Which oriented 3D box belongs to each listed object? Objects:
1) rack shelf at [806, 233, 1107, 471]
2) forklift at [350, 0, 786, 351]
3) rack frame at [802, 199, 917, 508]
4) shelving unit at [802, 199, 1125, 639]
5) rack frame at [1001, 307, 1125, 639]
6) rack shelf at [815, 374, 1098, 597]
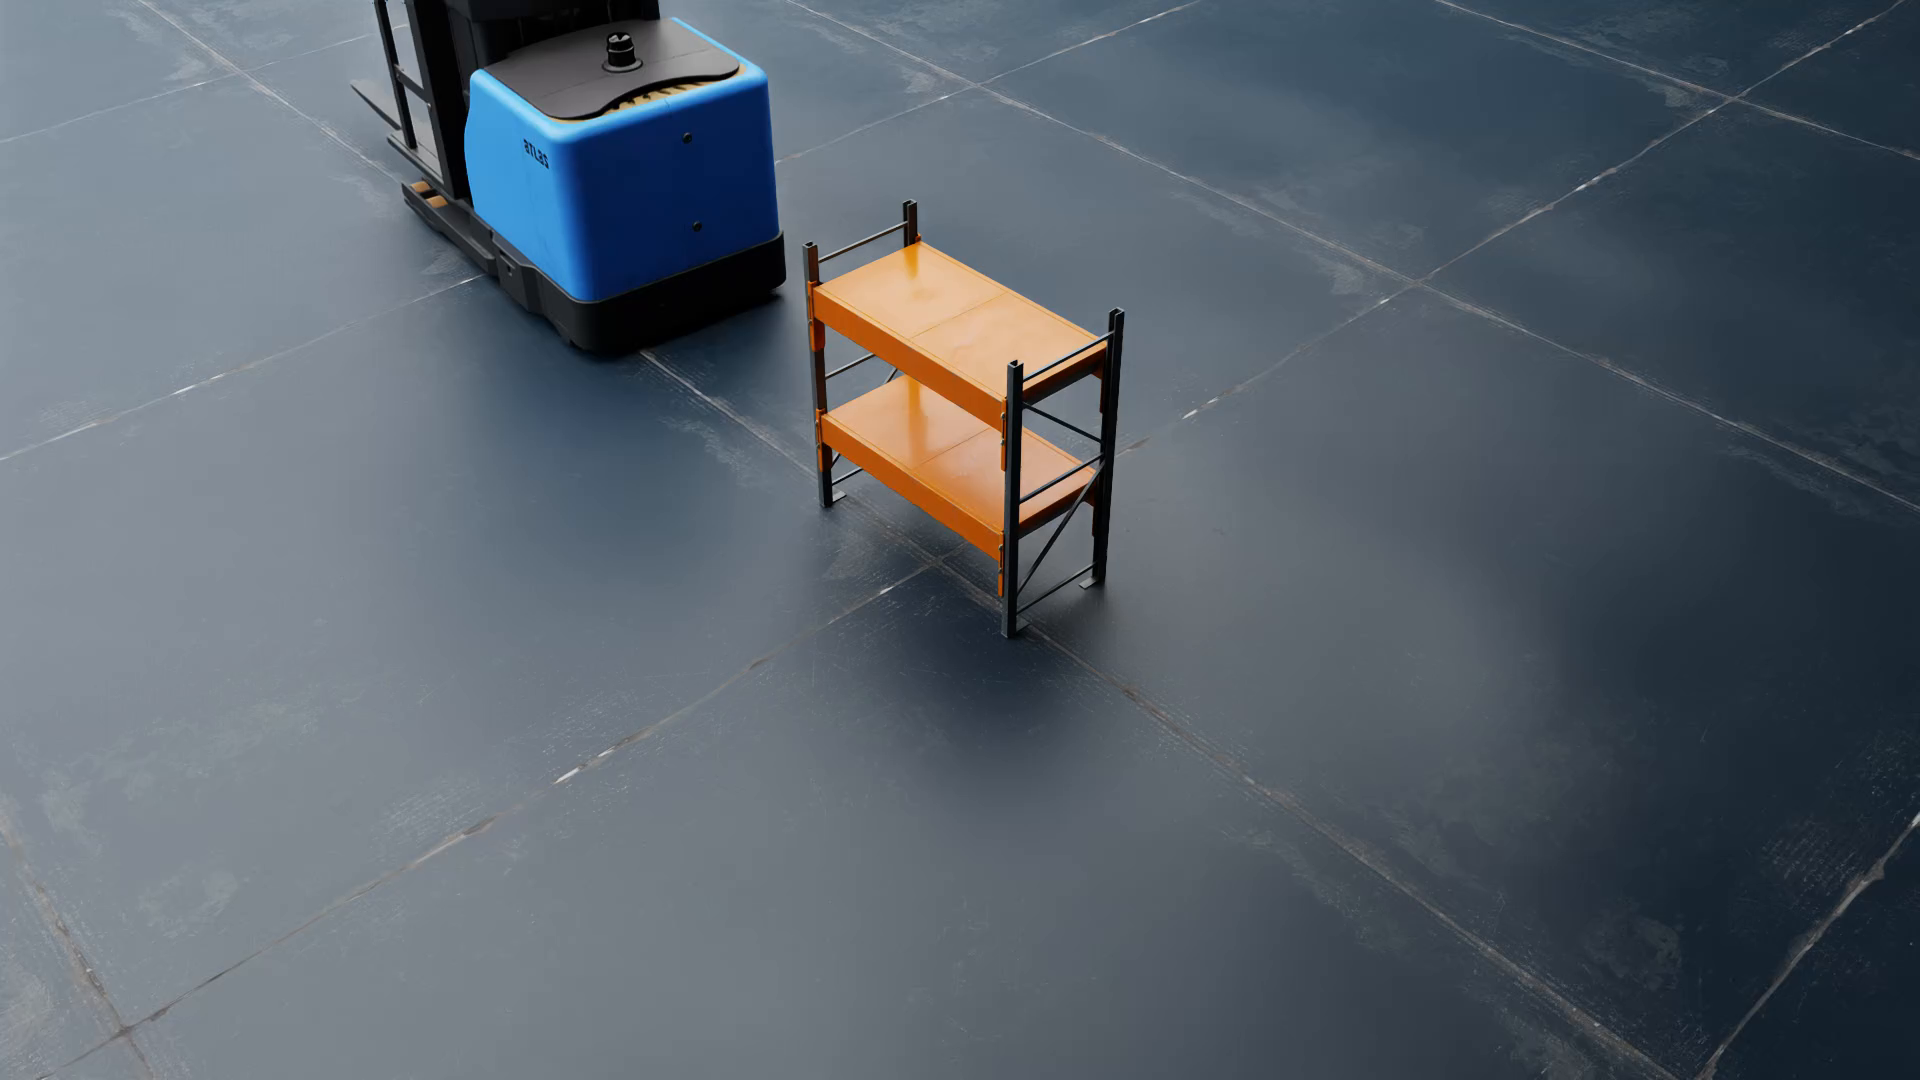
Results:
[{"bbox_3d":[-0.005,-0.668,5.717,0.538,0.278,1.000,-30,48,-32],"label":"rack shelf"},{"bbox_3d":[-2.095,-2.820,7.409,1.130,2.935,3.031,-26,46,-28],"label":"forklift"},{"bbox_3d":[-0.348,-0.676,6.192,0.500,1.125,0.032,-30,48,-32],"label":"rack frame"},{"bbox_3d":[-0.005,-0.441,5.900,0.538,1.125,1.048,-30,48,-32],"label":"shelving unit"},{"bbox_3d":[0.339,-0.205,5.609,0.500,1.125,0.032,-30,48,-32],"label":"rack frame"},{"bbox_3d":[-0.005,-0.251,6.054,0.538,0.278,1.000,-30,48,-32],"label":"rack shelf"}]
